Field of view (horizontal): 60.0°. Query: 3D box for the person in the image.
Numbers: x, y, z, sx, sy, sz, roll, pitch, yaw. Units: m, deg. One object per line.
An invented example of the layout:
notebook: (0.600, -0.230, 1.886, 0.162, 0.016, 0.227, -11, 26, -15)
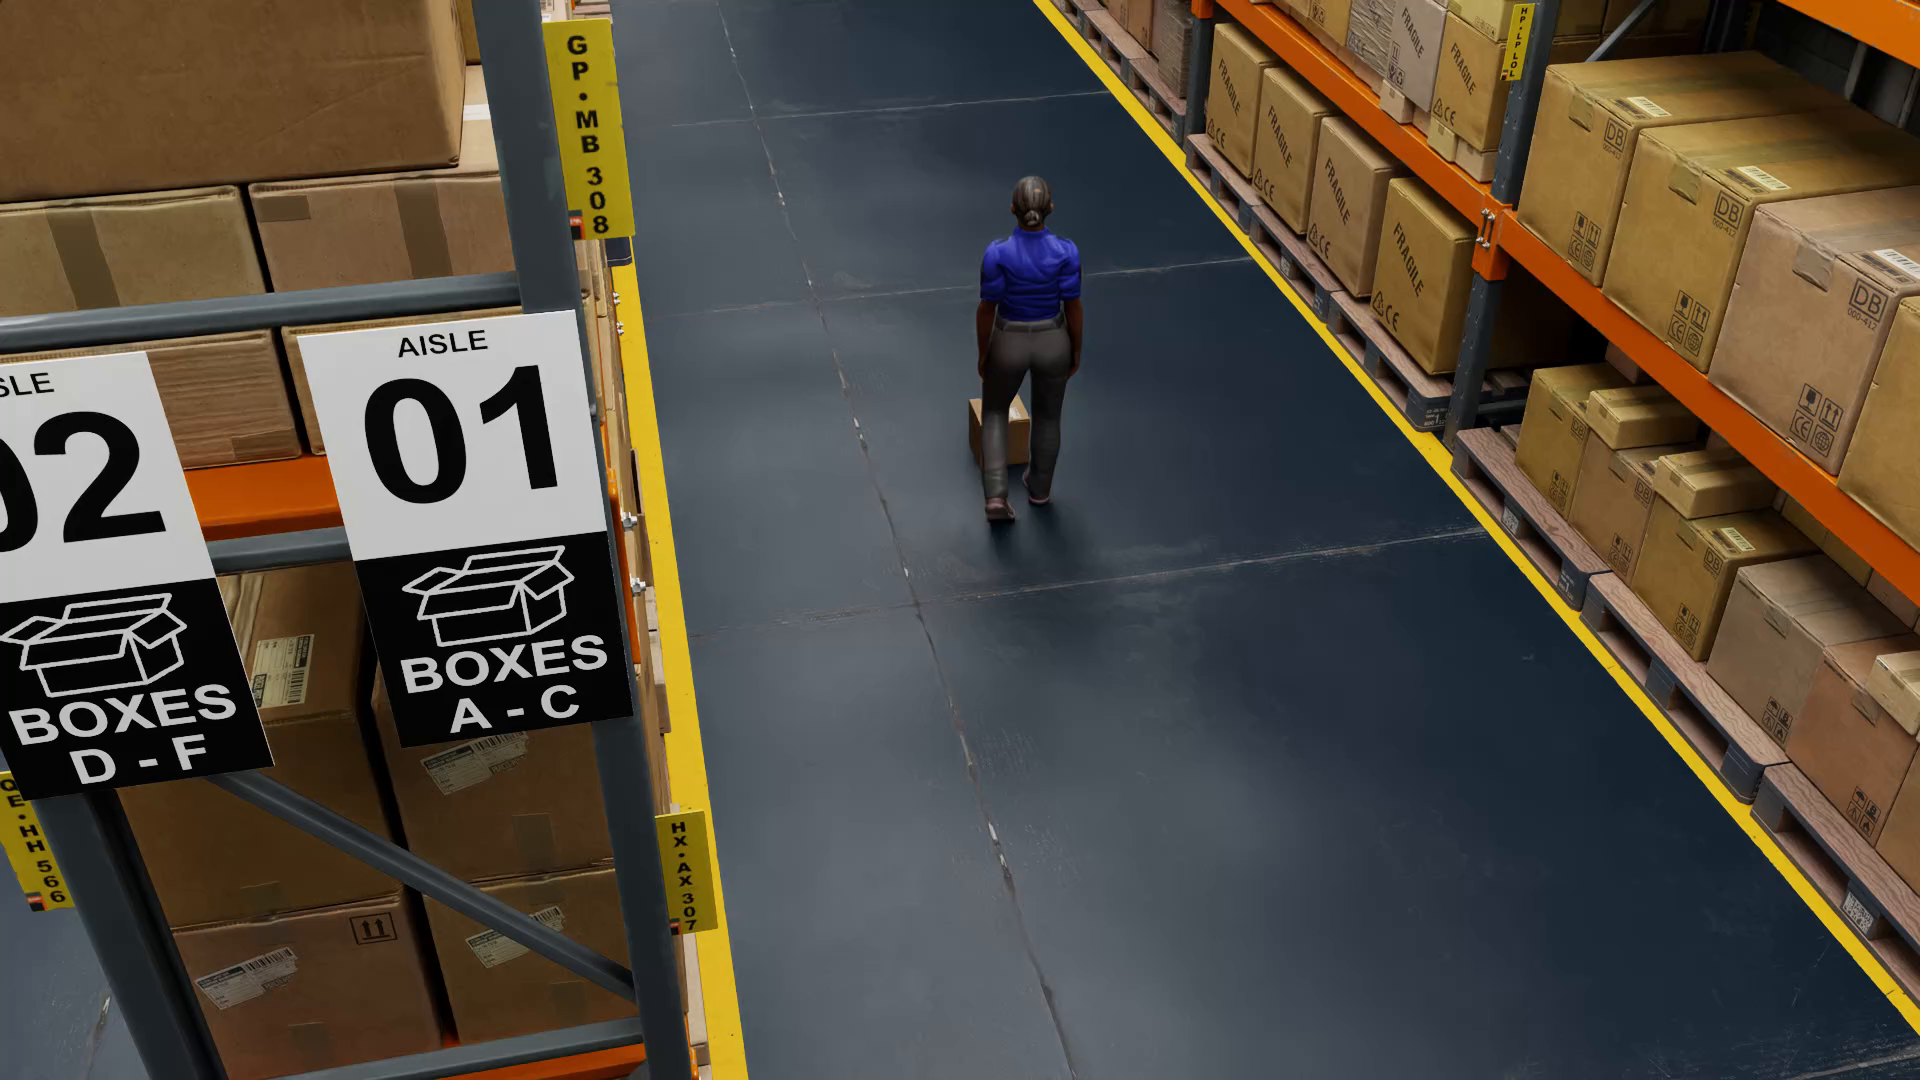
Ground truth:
person: (0.300, -0.830, 7.362, 0.498, 1.677, 0.499, -4, 35, -6)
